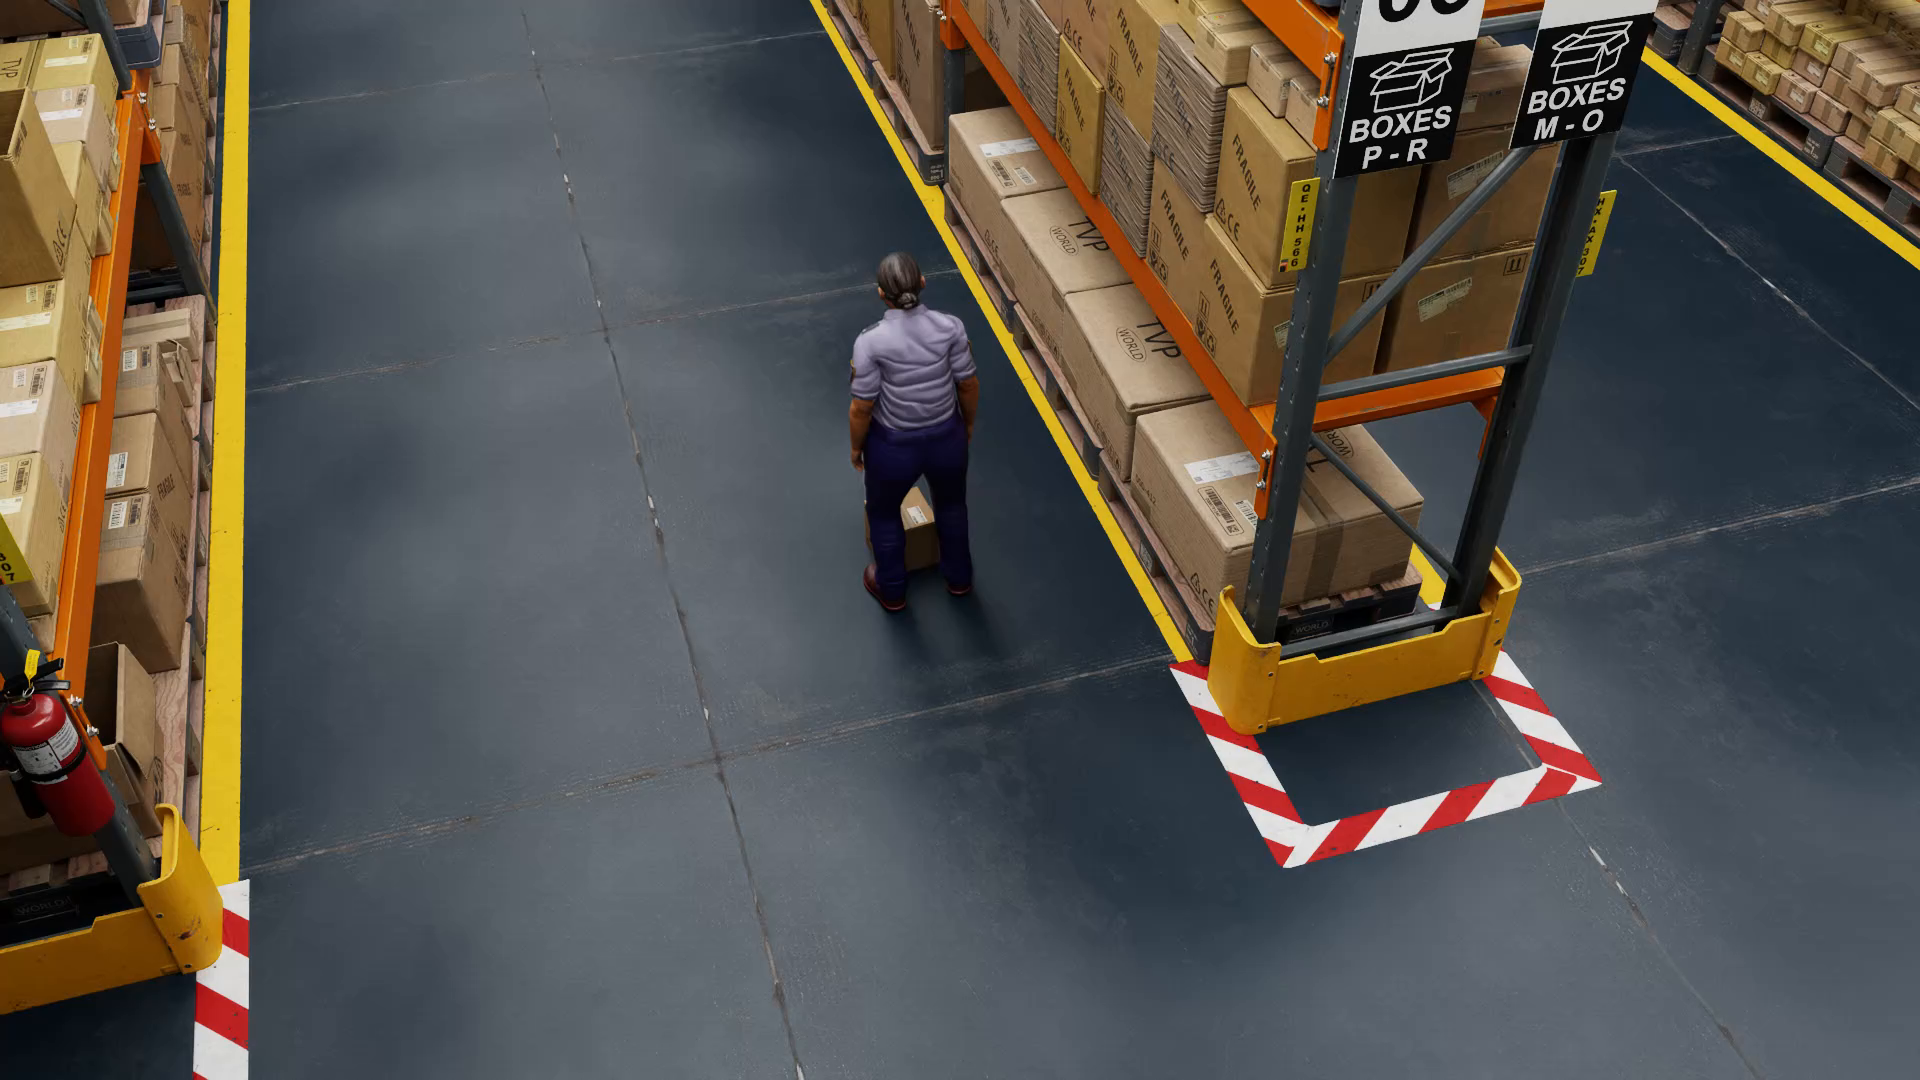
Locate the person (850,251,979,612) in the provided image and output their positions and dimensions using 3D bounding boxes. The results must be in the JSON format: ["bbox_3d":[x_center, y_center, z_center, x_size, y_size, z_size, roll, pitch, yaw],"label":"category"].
[{"bbox_3d":[-0.178,-0.390,6.604,0.537,1.636,0.371,-13,44,-13],"label":"person"}]
